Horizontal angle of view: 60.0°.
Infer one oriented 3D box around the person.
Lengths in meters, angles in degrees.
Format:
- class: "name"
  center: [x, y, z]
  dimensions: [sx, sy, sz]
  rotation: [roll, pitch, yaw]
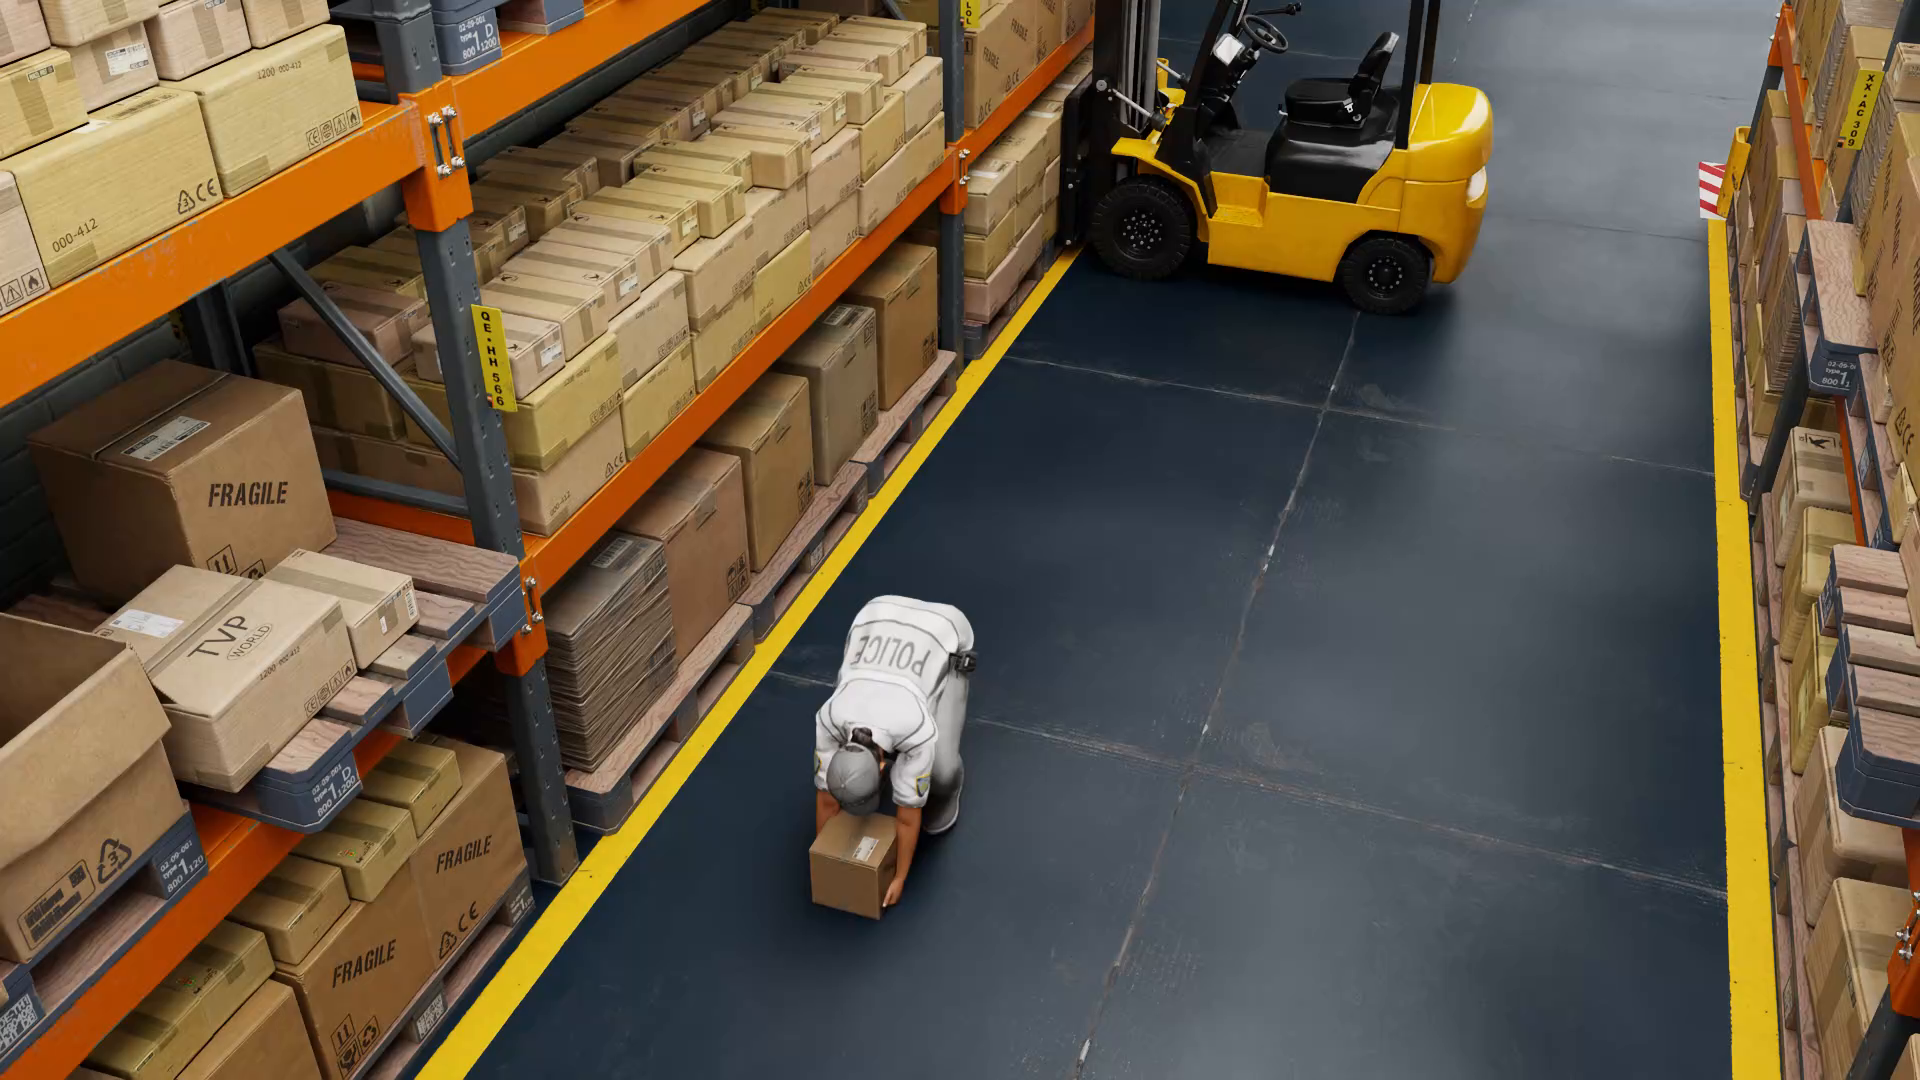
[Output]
- class: "person"
  center: [-0.245, 0.716, 5.833]
  dimensions: [0.521, 0.834, 0.942]
  rotation: [10, 35, 15]
